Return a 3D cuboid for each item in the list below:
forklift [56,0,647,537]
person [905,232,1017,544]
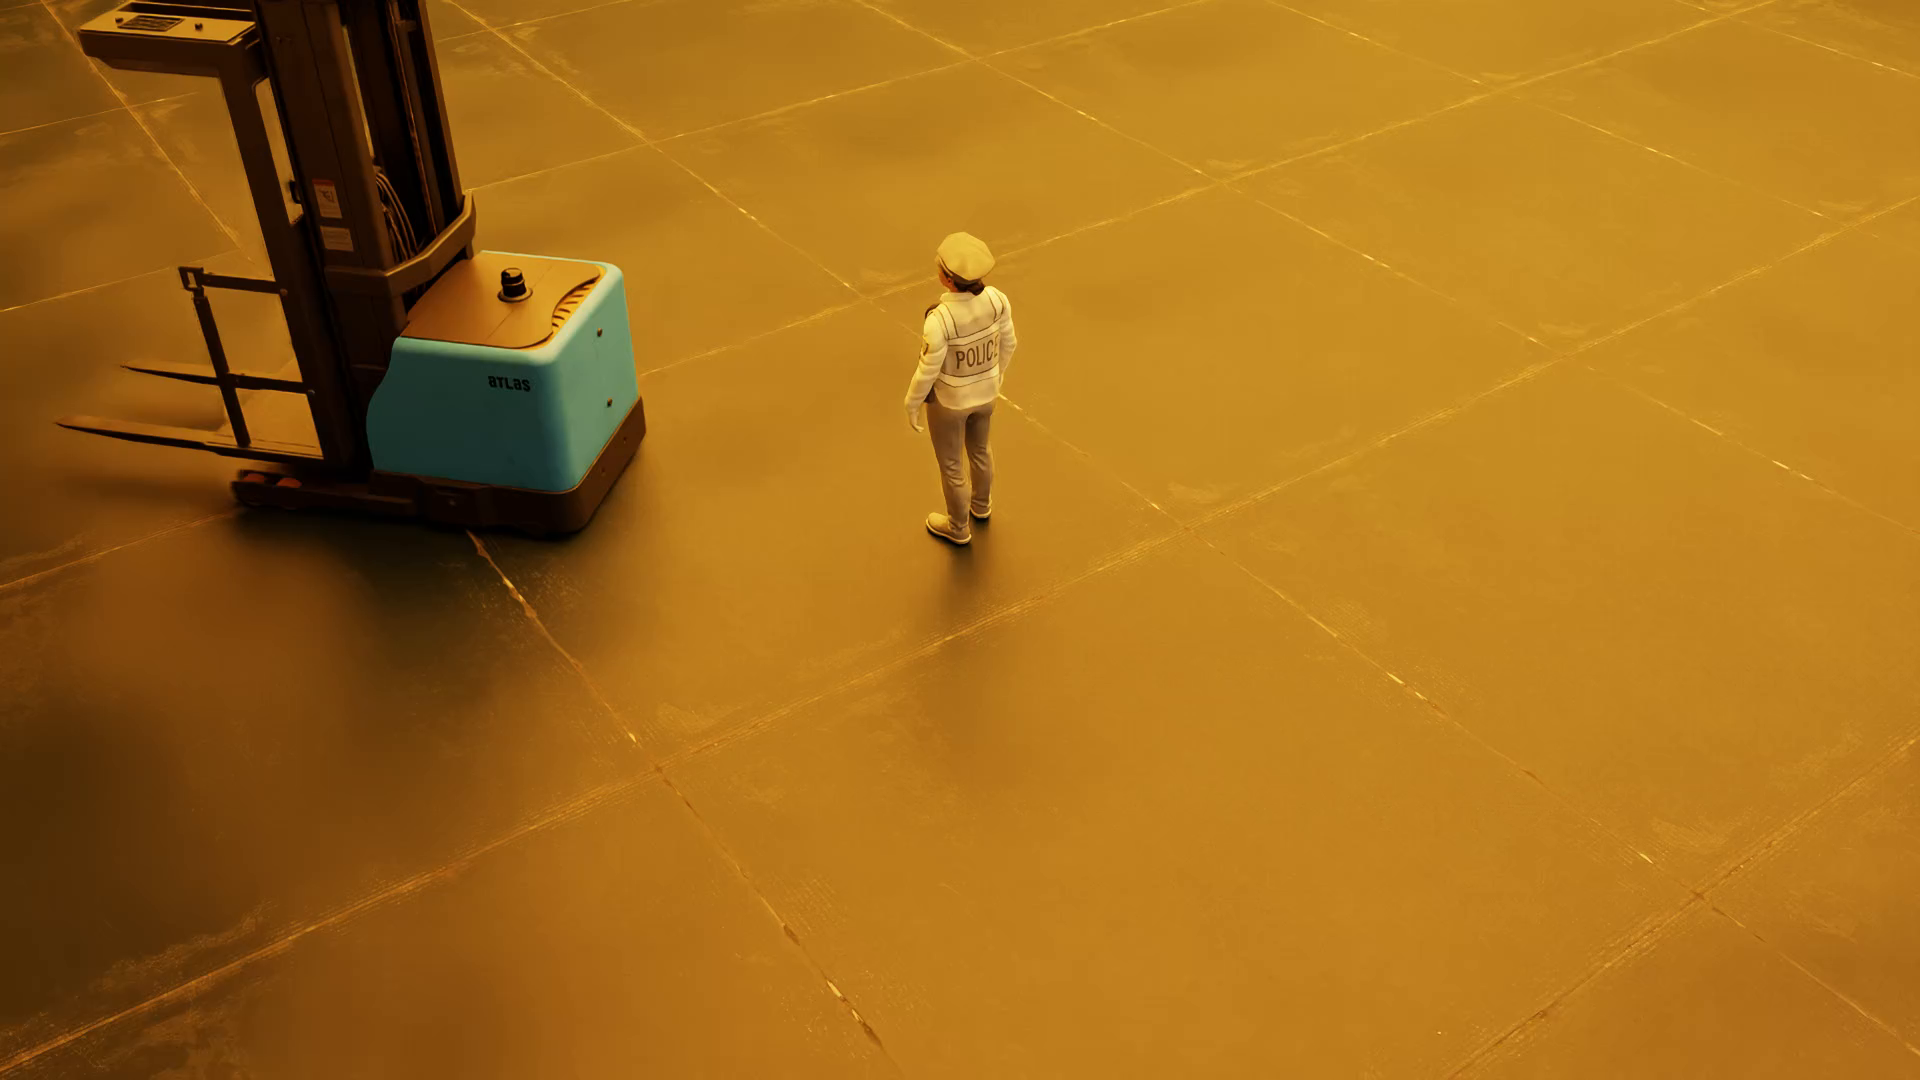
[{"bbox_3d":[-3.283,-1.635,8.156,3.031,2.935,1.130,7,37,9],"label":"forklift"},{"bbox_3d":[-0.034,-0.722,7.949,0.587,1.696,0.534,-23,42,-28],"label":"person"}]
